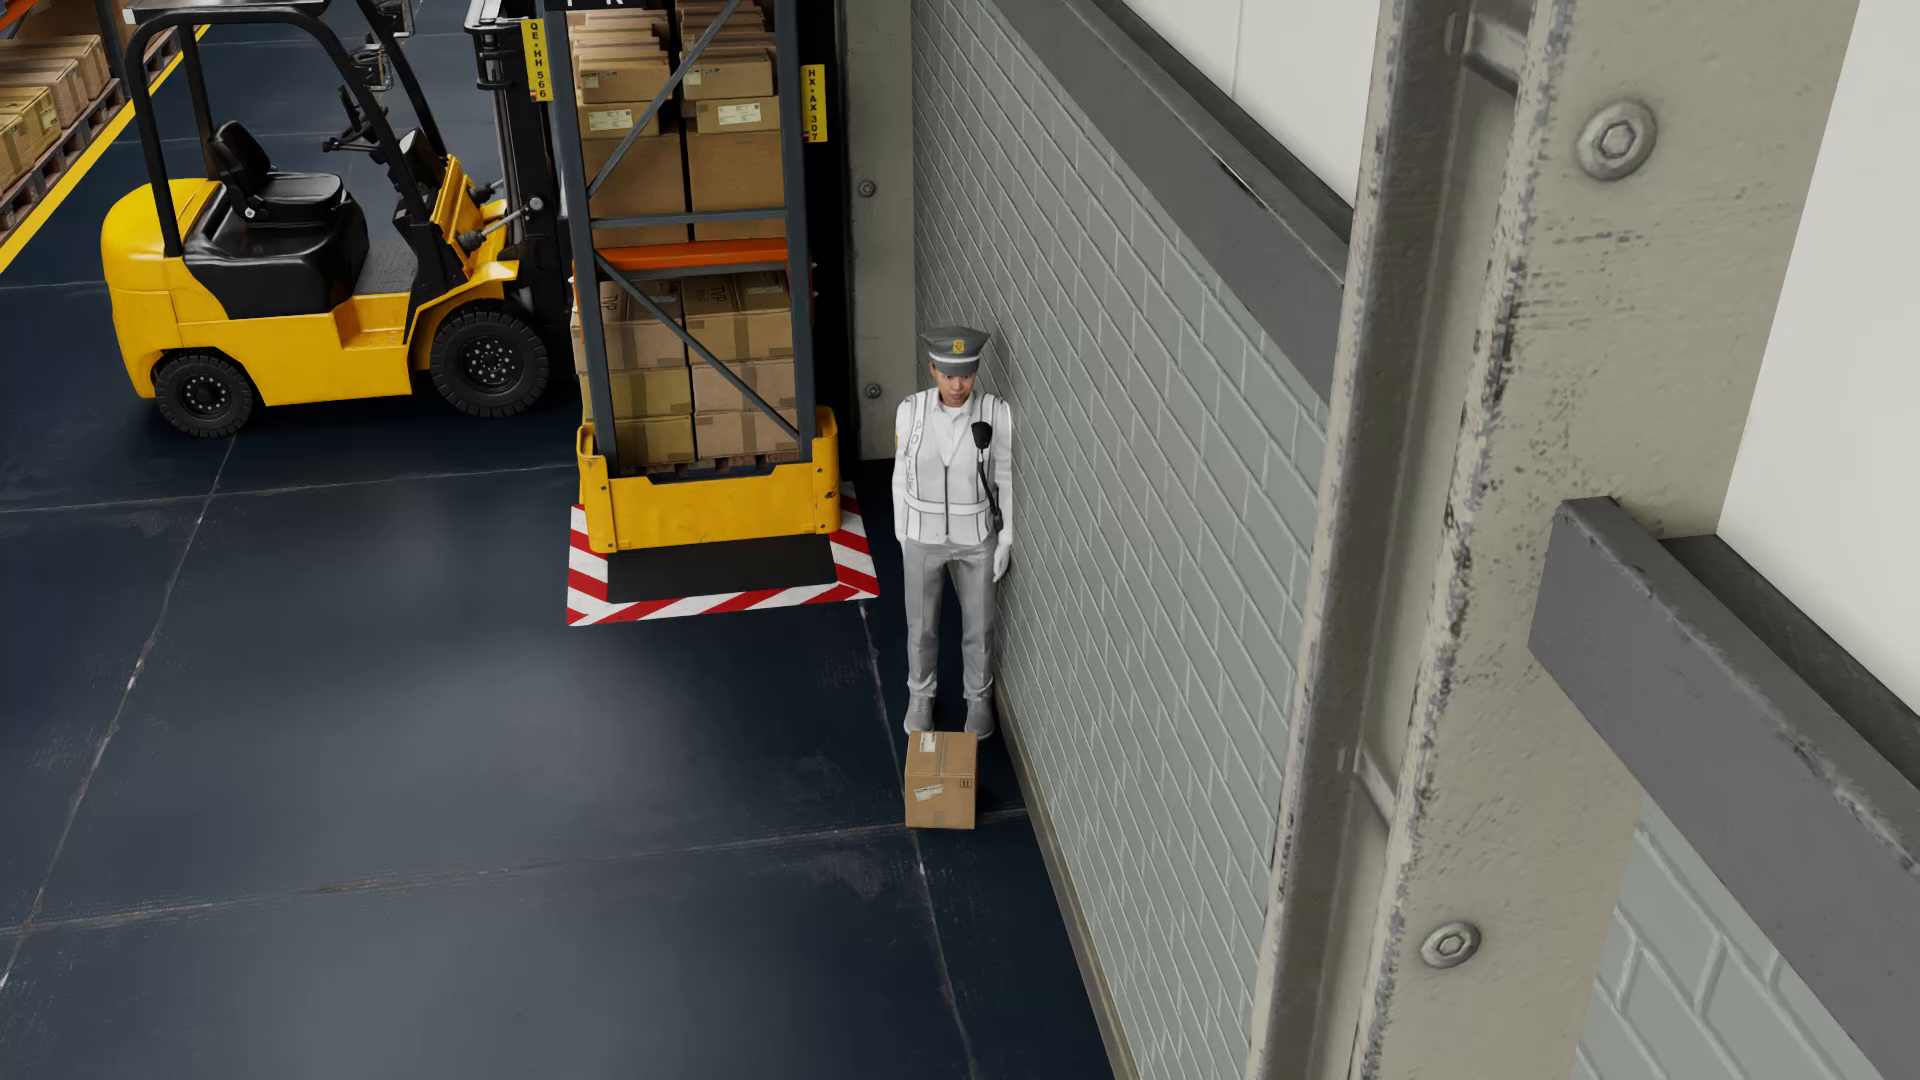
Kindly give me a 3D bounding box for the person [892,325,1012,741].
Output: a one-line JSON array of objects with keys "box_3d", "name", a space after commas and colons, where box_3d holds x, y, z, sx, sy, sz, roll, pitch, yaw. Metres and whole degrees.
[{"box_3d": [-0.018, -0.004, 6.129, 0.466, 1.676, 0.337, 2, 31, 3], "name": "person"}]
